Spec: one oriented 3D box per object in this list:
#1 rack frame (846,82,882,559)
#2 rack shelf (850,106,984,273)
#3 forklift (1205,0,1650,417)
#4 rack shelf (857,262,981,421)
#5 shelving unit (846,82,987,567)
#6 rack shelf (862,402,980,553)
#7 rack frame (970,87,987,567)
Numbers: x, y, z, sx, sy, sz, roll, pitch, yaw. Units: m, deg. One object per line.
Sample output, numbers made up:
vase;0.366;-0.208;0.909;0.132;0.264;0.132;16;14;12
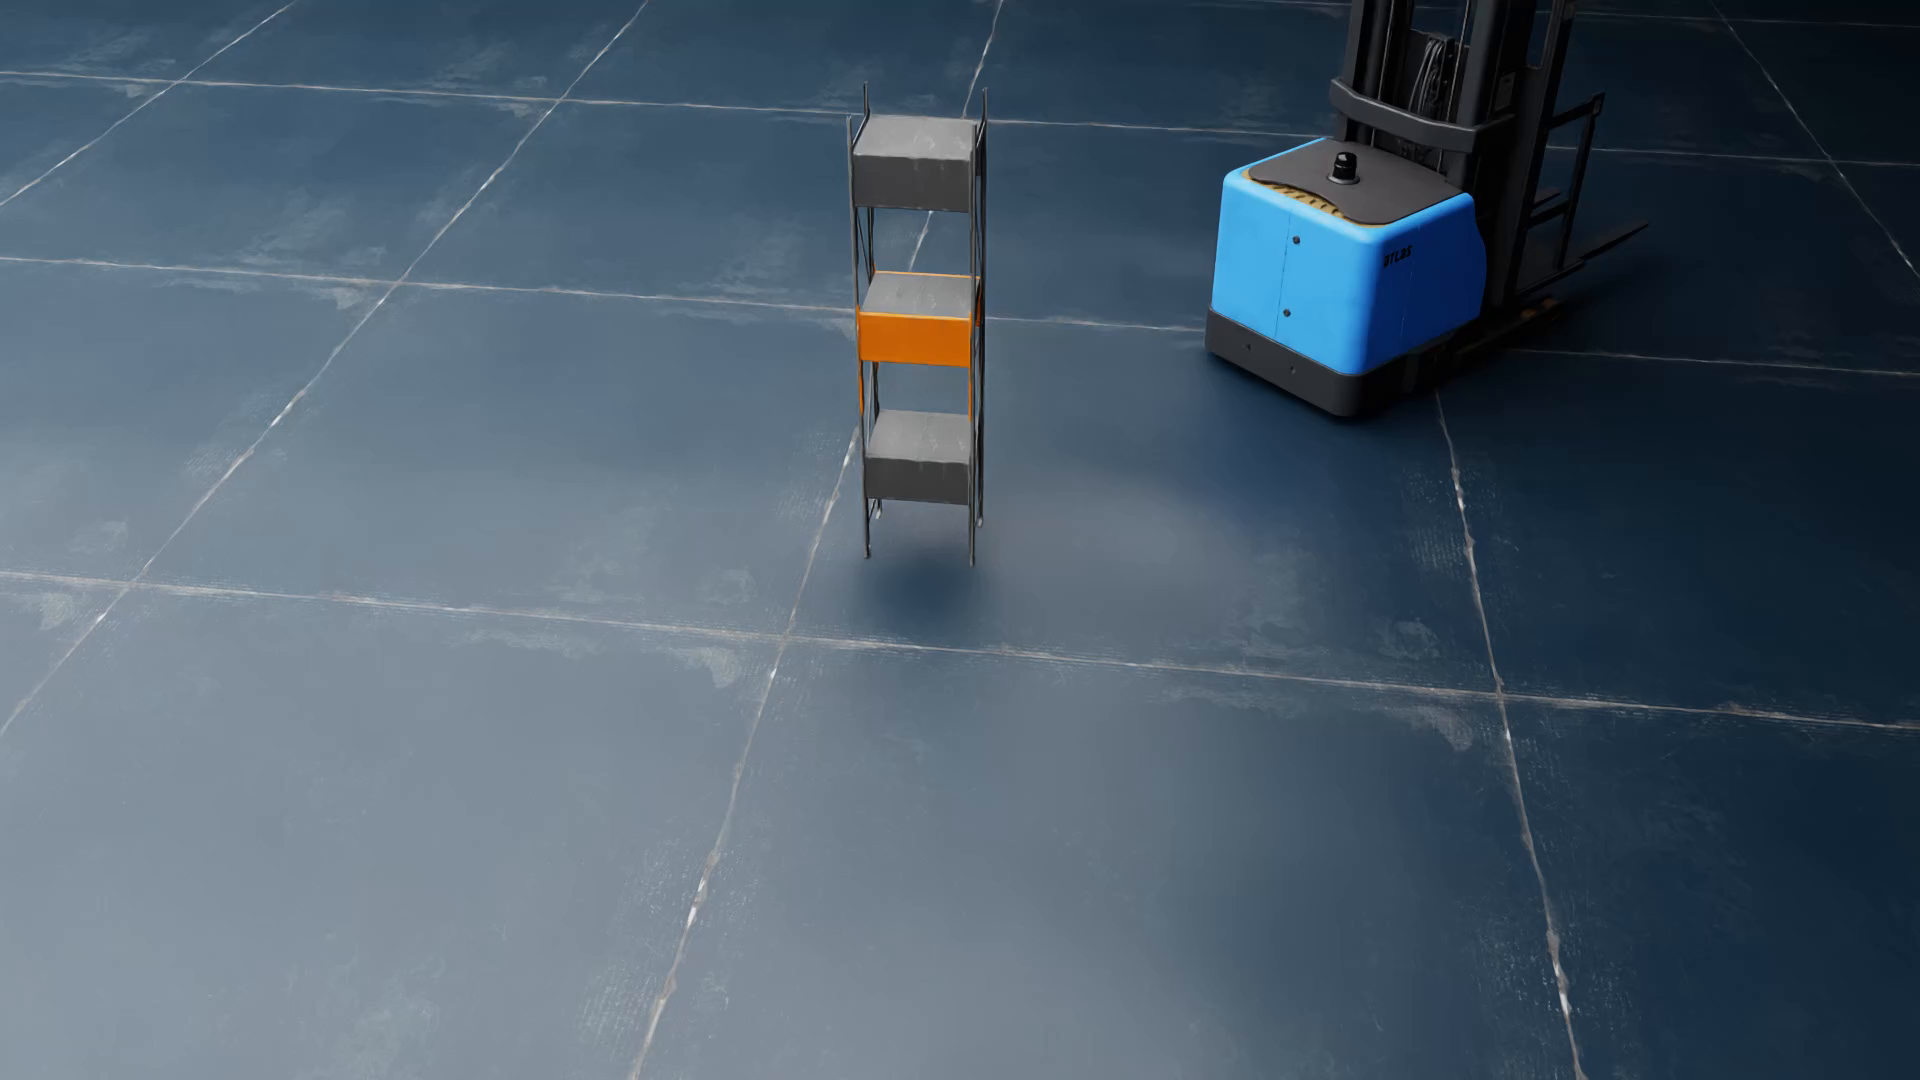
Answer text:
rack frame;-0.406;-0.885;7.183;0.015;2.100;0.400;4;36;6
rack shelf;-0.164;-1.426;6.758;0.480;0.518;0.431;4;36;6
forklift;2.801;-2.535;8.778;3.031;2.935;1.130;-26;43;-31
rack shelf;-0.164;-0.856;7.165;0.480;0.518;0.431;4;36;6
shelving unit;-0.164;-0.867;7.157;0.503;2.100;0.431;4;36;6
rack shelf;-0.164;-0.286;7.572;0.480;0.518;0.431;4;36;6
rack frame;0.078;-0.849;7.132;0.015;2.100;0.400;4;36;6
